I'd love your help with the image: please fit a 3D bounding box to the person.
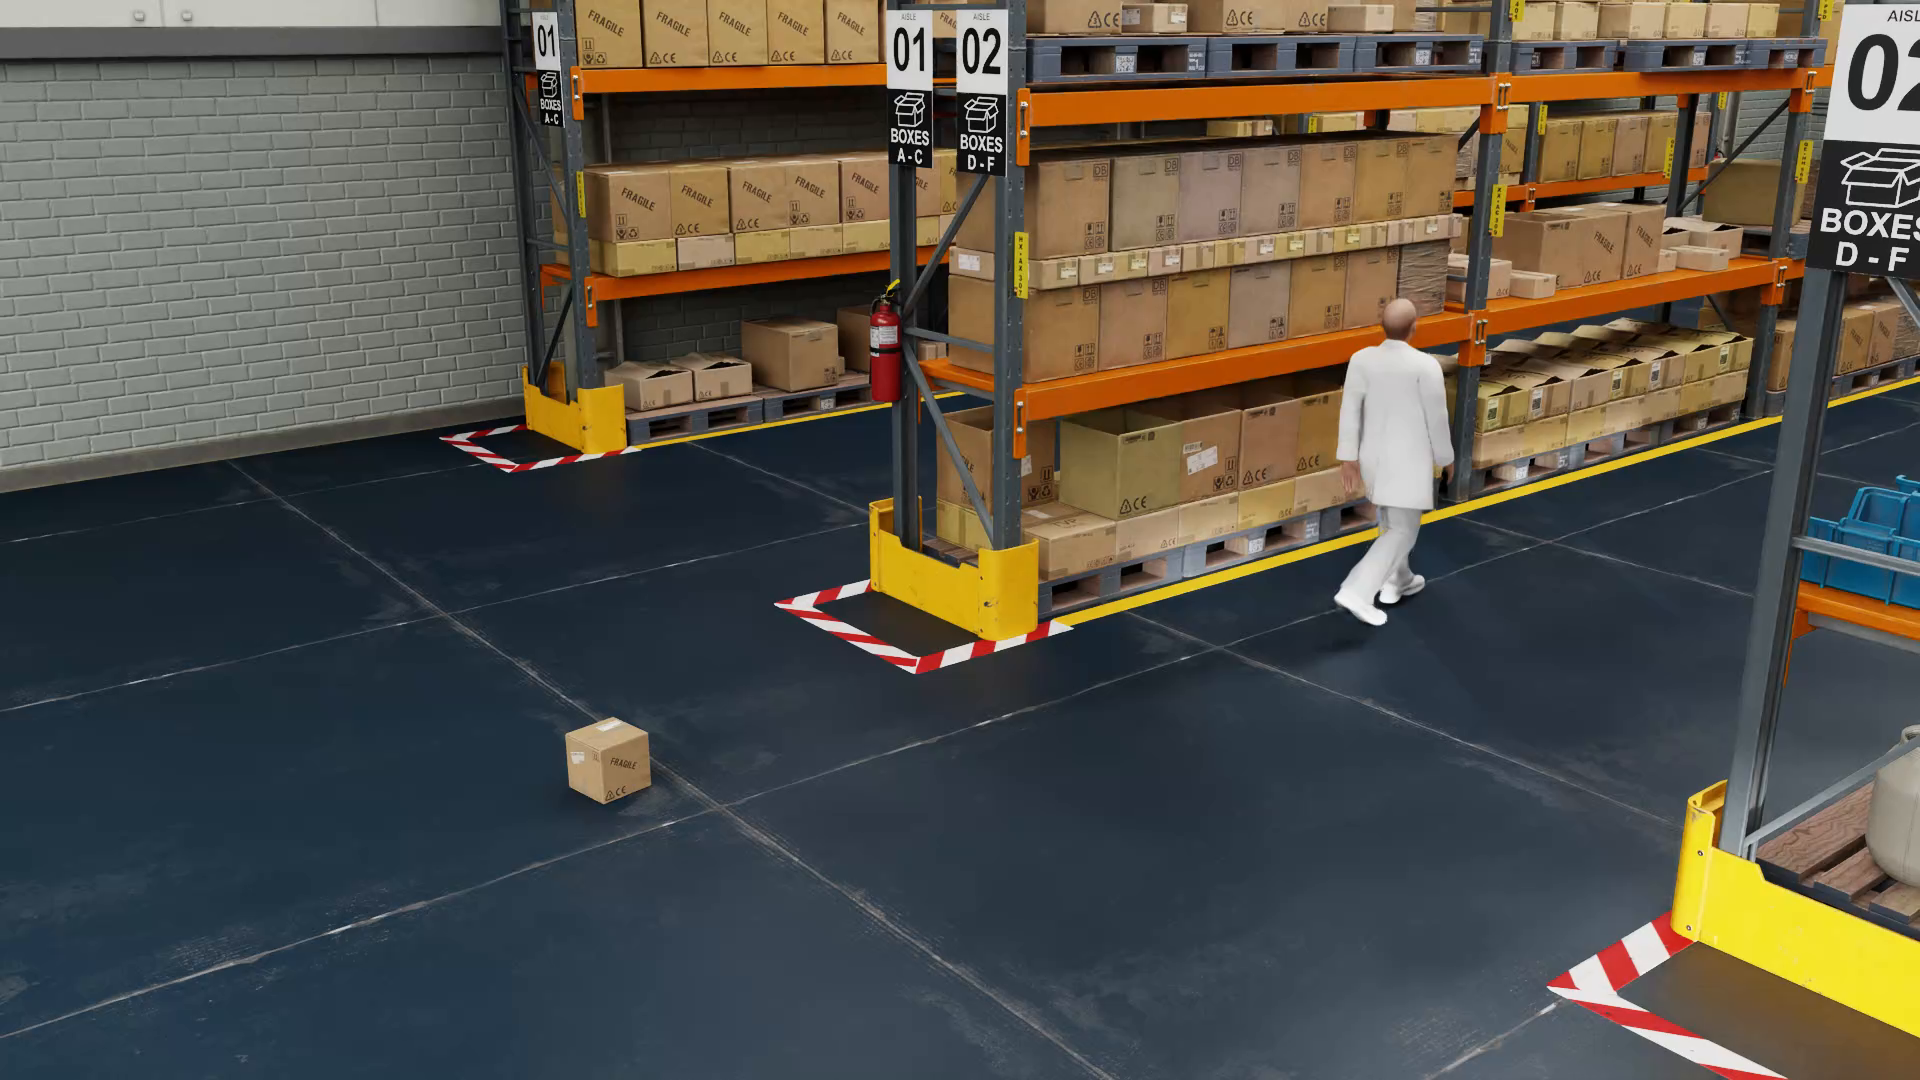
[{"bbox_3d":[2.312,-0.424,8.898,1.060,1.738,0.549,-14,22,-38],"label":"person"}]
